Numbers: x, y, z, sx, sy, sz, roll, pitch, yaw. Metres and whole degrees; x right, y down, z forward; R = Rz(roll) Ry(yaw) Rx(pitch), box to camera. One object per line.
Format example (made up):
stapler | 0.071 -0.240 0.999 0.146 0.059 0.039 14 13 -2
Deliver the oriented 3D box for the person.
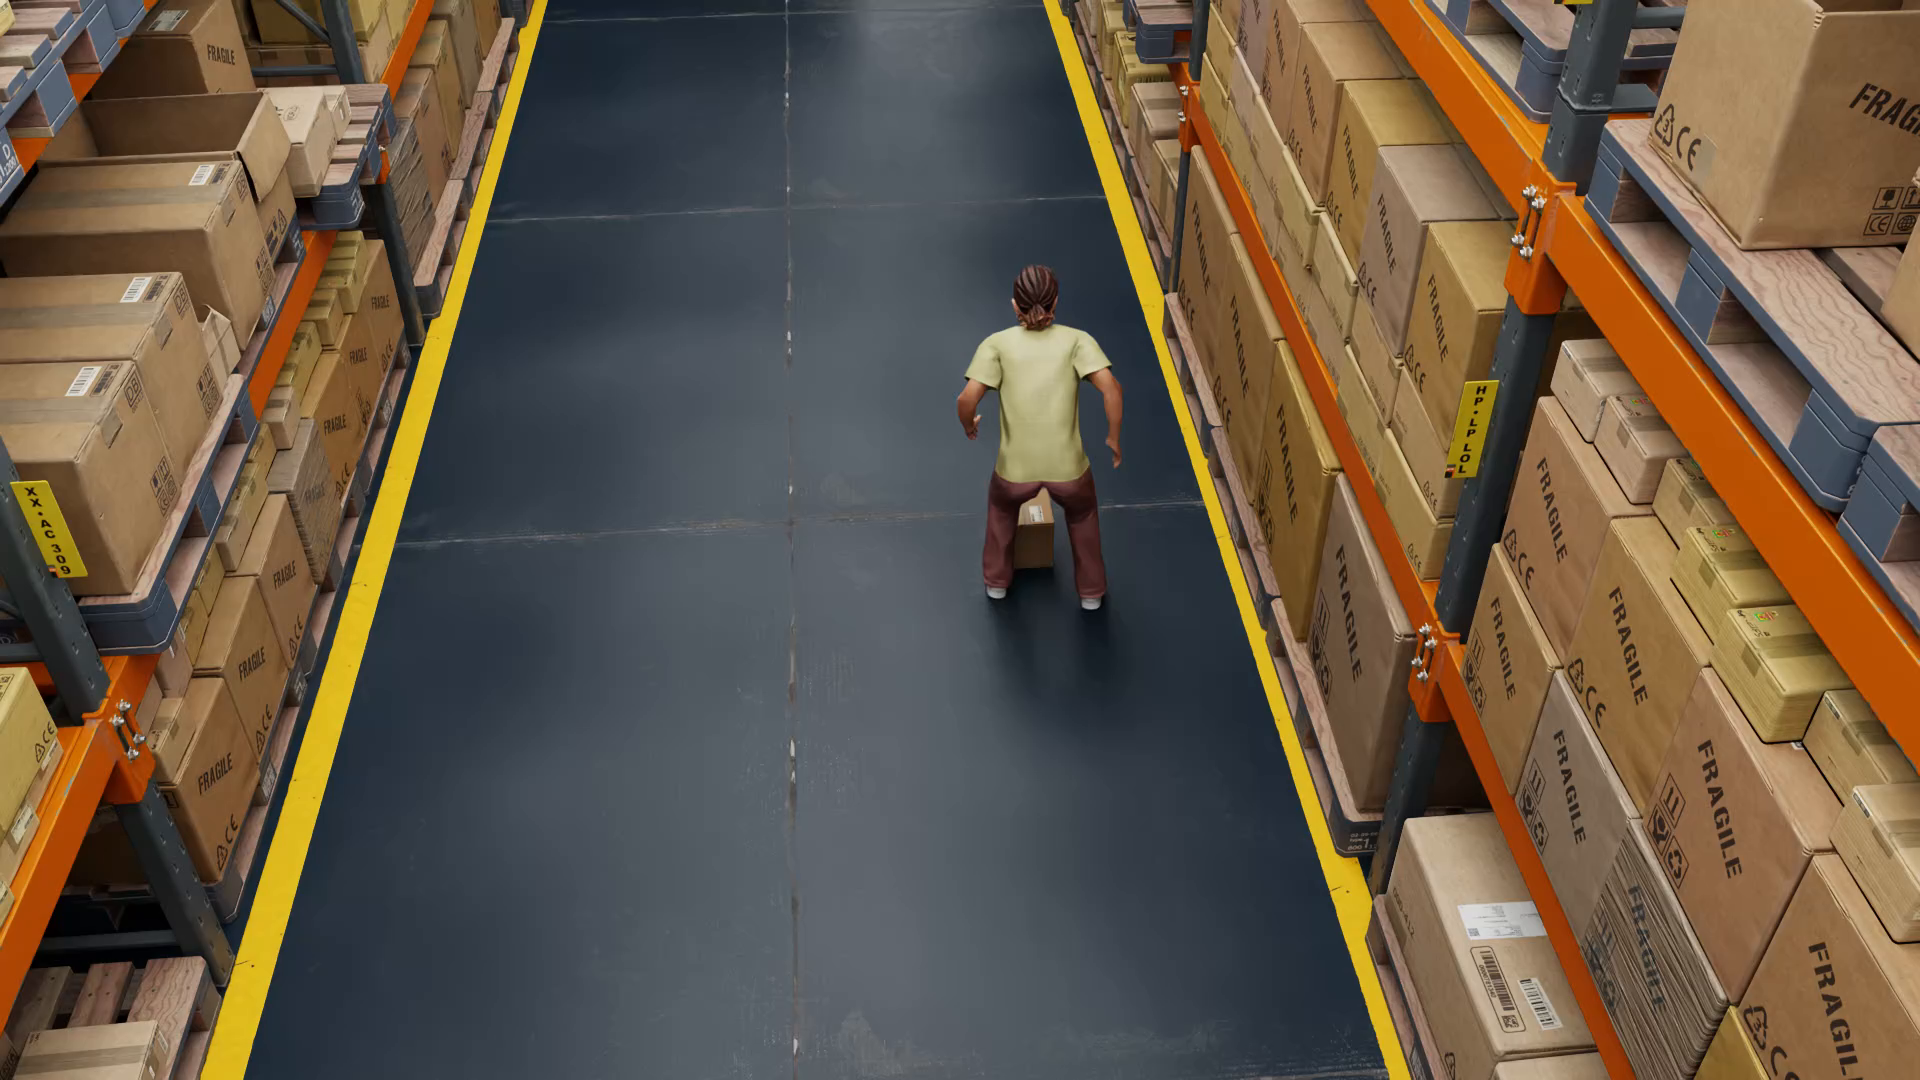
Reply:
person | 0.314 -0.340 6.700 0.652 1.514 0.607 1 39 1
